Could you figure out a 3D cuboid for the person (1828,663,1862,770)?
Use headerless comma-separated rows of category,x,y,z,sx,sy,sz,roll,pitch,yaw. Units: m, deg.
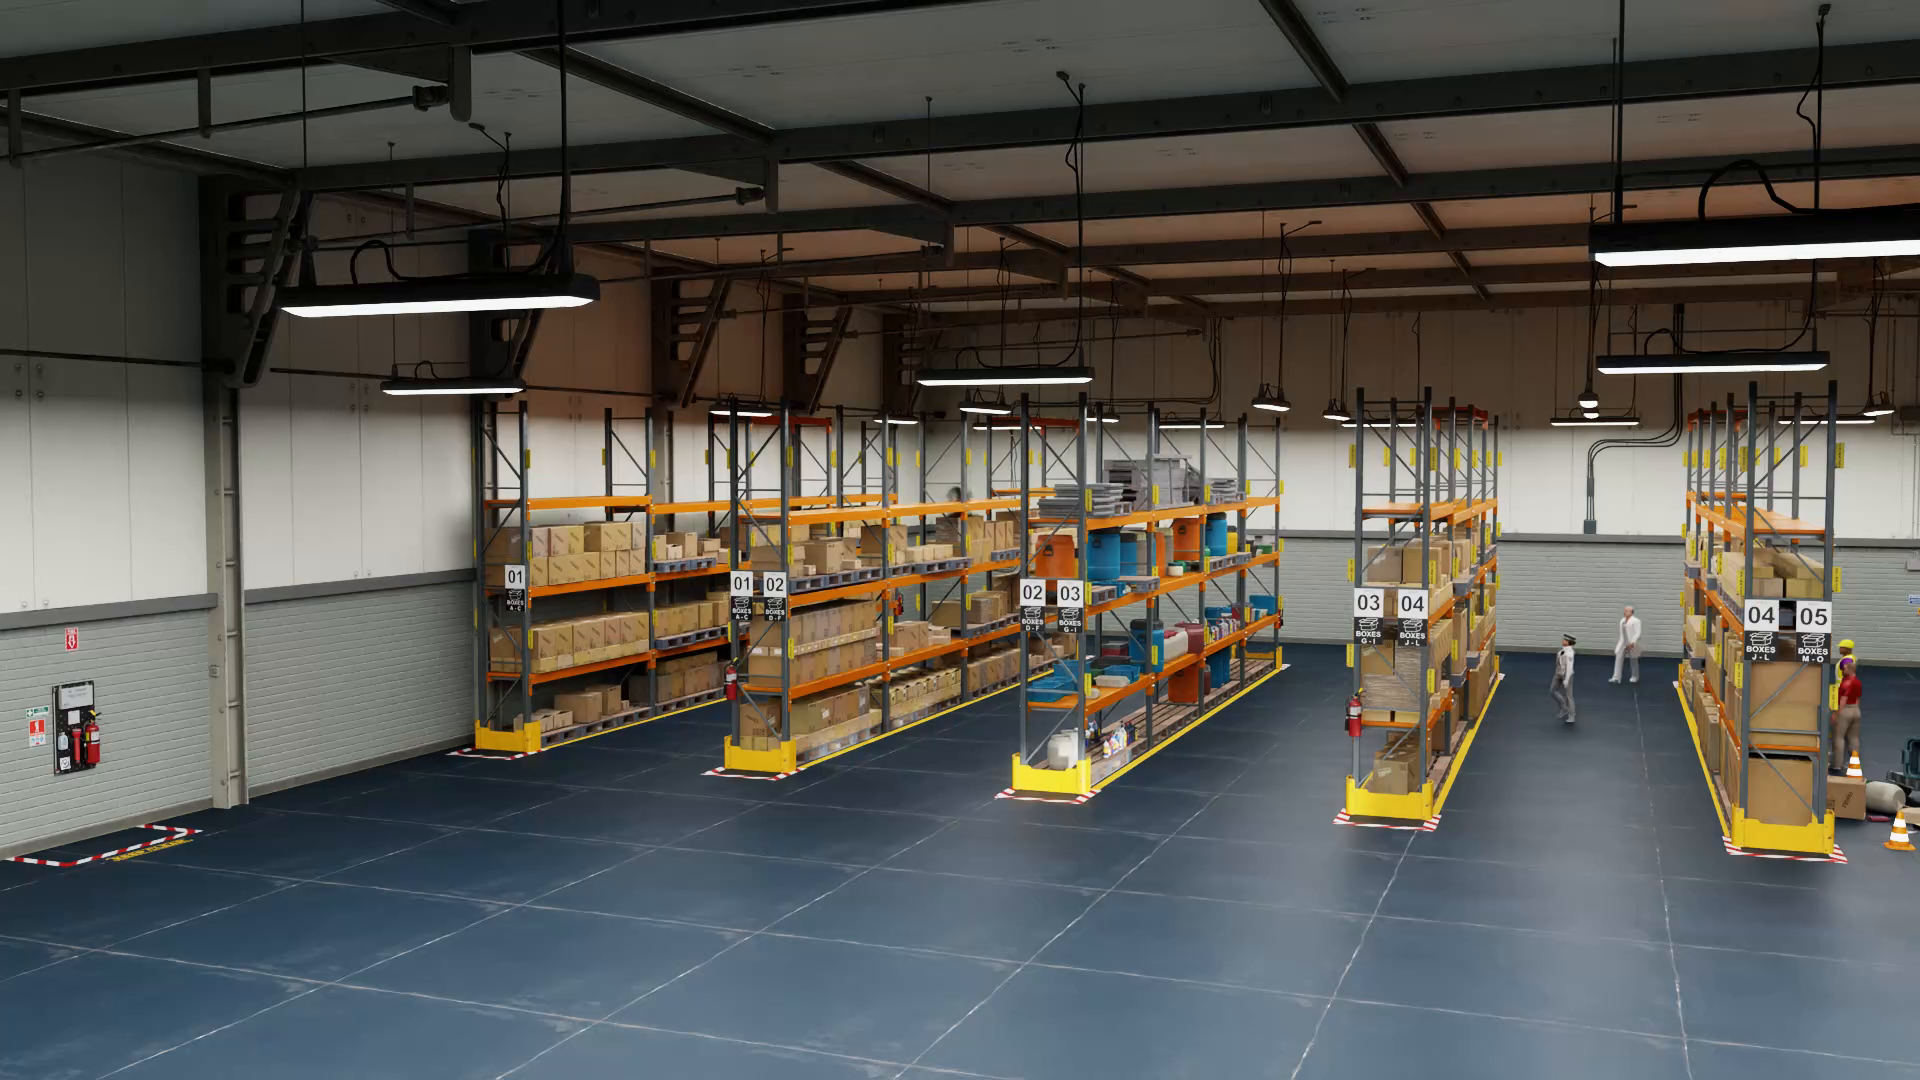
person,14.314,2.841,26.872,0.605,1.733,0.394,-1,3,-23

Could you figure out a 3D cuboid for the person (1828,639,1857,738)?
person,15.894,2.671,29.905,0.637,1.768,0.454,-2,3,-35

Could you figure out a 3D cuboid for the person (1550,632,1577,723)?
person,11.549,2.608,31.738,0.392,1.685,0.611,0,3,-10

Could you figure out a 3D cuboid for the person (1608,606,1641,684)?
person,14.778,2.325,36.772,0.562,1.717,1.130,2,4,38
